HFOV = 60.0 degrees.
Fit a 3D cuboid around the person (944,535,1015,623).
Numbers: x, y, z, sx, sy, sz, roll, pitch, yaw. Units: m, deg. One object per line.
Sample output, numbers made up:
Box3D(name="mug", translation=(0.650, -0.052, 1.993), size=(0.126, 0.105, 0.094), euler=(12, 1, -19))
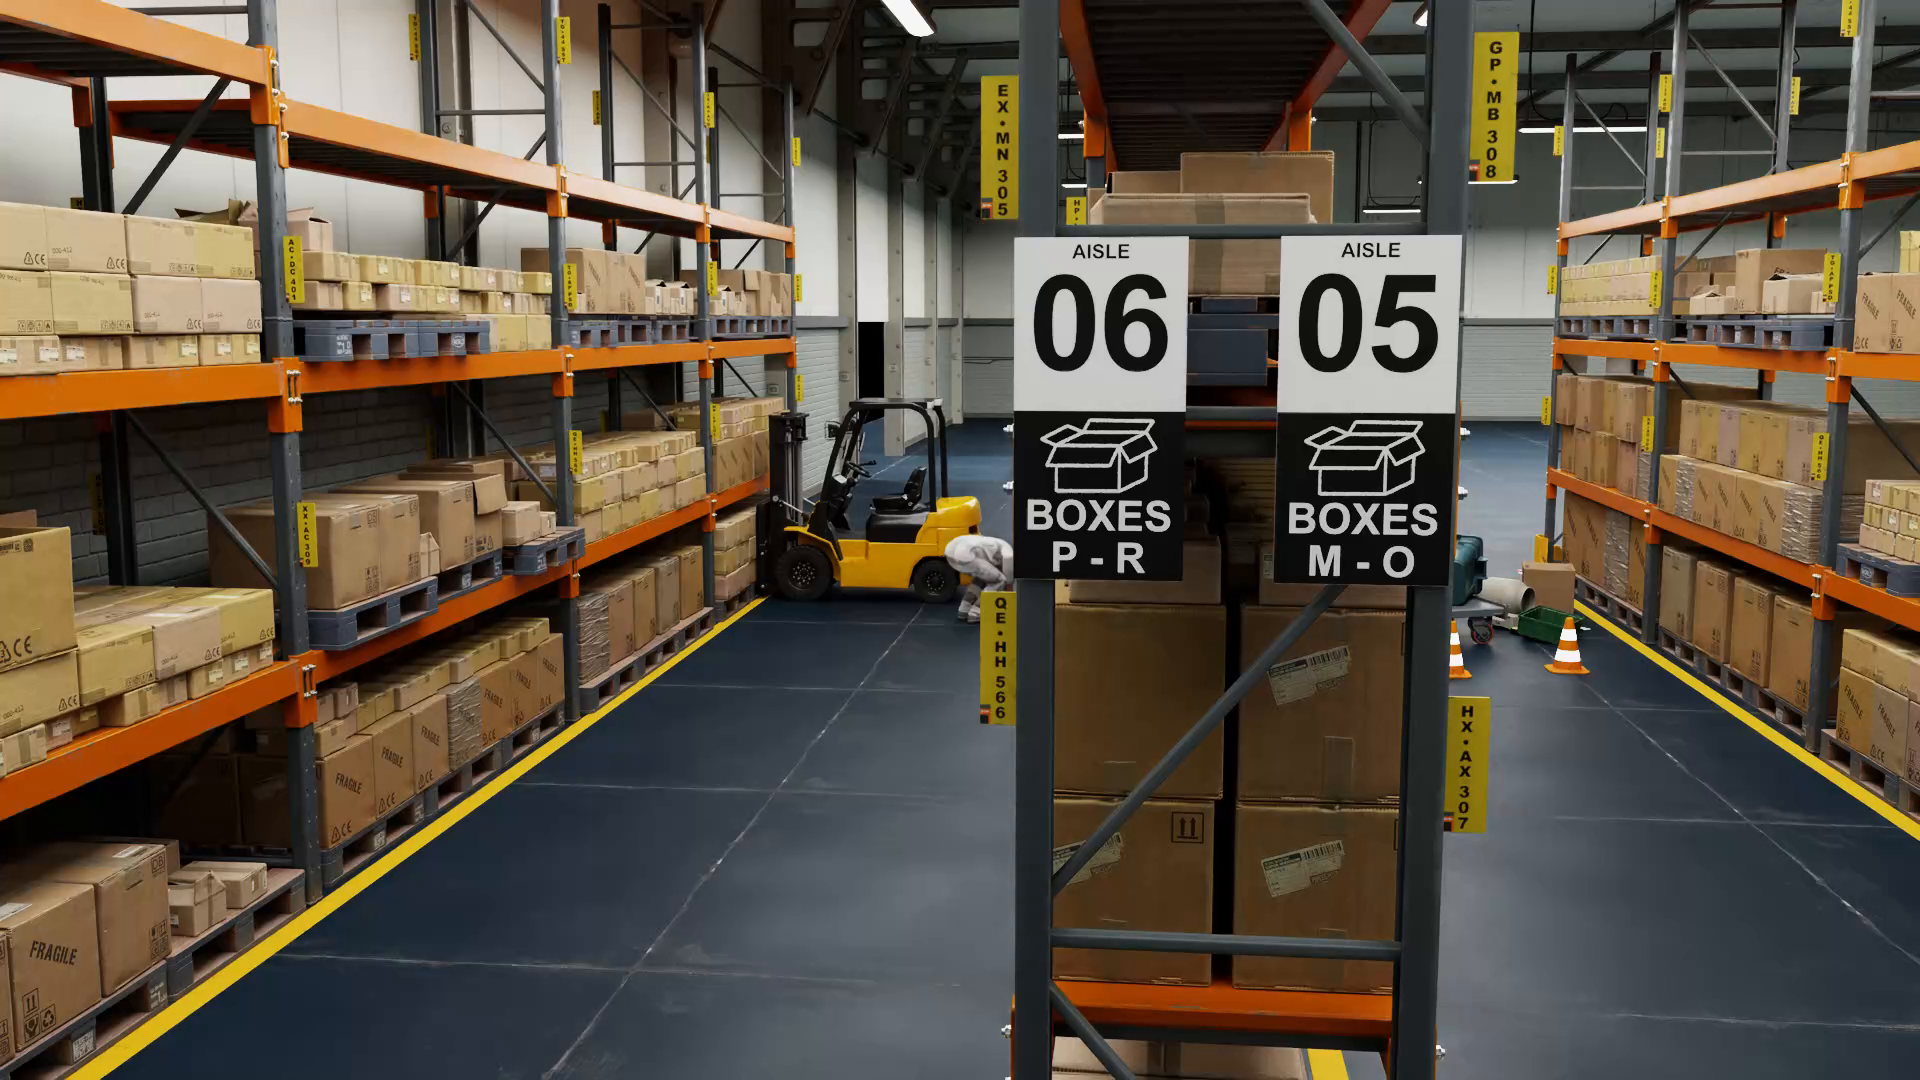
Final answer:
Box3D(name="person", translation=(0.307, 0.383, 16.872), size=(0.962, 0.895, 0.535), euler=(-3, 8, -25))
